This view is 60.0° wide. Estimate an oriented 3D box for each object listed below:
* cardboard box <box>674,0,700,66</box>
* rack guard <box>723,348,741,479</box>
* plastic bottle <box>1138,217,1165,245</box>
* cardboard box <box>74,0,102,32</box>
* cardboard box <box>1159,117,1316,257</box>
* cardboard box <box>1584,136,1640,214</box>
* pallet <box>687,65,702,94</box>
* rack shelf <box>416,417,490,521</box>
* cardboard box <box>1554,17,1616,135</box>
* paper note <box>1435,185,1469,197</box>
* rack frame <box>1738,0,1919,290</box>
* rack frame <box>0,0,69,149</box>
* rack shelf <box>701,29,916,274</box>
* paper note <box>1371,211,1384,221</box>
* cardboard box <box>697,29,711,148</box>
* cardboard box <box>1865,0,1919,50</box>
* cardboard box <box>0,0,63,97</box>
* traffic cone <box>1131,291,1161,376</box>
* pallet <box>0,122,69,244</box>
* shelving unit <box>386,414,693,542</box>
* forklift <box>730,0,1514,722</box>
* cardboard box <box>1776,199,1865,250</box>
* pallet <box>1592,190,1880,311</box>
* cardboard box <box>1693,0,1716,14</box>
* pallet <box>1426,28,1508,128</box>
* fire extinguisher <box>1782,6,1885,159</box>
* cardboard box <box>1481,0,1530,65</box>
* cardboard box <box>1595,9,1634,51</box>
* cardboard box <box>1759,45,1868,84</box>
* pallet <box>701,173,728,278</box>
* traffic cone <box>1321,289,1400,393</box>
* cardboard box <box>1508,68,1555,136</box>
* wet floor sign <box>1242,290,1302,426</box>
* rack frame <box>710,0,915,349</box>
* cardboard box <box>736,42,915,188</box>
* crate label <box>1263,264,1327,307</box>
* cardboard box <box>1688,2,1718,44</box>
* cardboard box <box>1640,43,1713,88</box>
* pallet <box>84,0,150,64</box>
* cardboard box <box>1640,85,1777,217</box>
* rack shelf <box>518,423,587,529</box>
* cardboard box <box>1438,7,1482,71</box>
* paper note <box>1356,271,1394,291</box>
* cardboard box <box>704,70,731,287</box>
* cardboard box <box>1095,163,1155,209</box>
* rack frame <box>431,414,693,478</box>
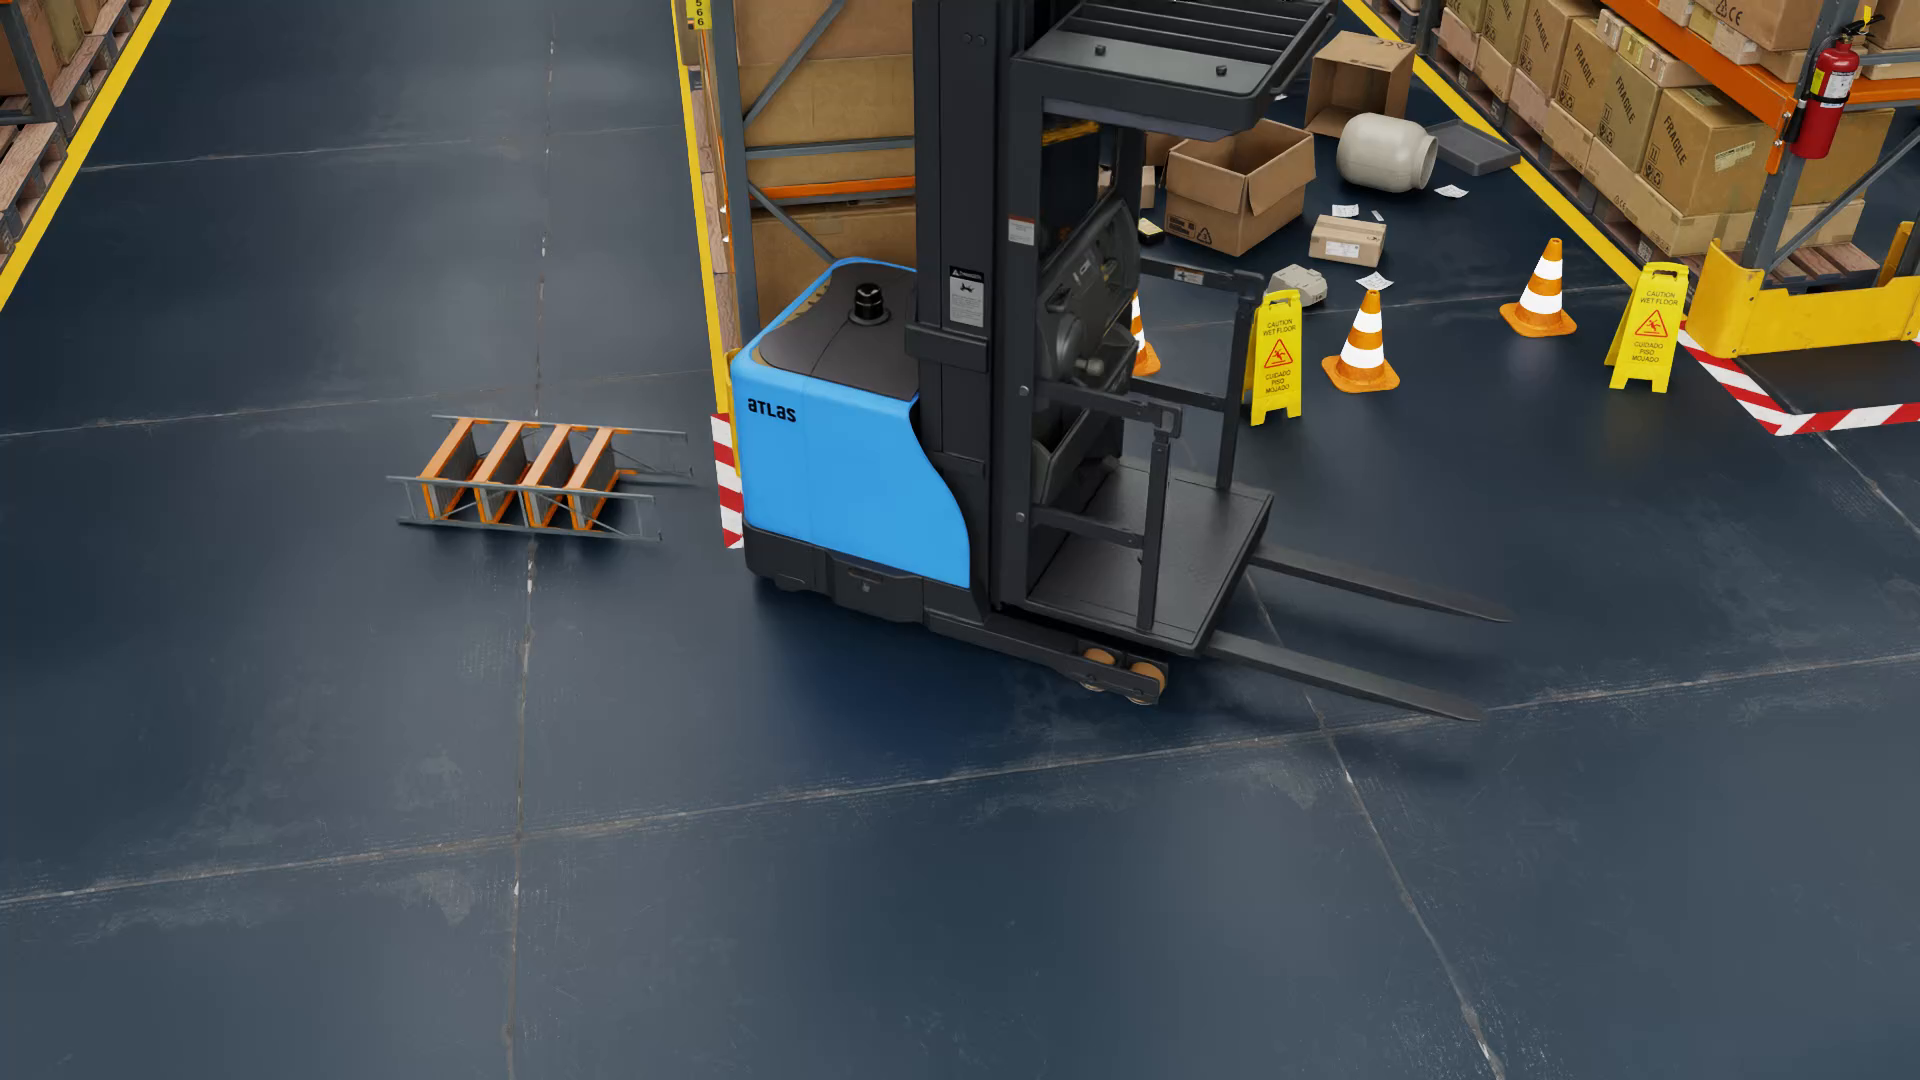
[{"bbox_3d":[-1.374,-3.686,11.041,1.050,0.750,0.750,-6,38,-8],"label":"cardboard box"},{"bbox_3d":[-0.471,-0.626,7.648,1.175,0.500,0.348,-6,38,-8],"label":"rack guard"},{"bbox_3d":[1.036,-1.775,9.485,0.133,0.061,0.283,-20,42,-23],"label":"plastic bottle"},{"bbox_3d":[-6.327,-3.758,11.322,0.700,0.500,0.500,-9,39,-12],"label":"cardboard box"},{"bbox_3d":[1.580,-2.023,9.444,0.637,0.503,0.797,27,45,30],"label":"cardboard box"},{"bbox_3d":[3.891,-2.074,9.373,0.500,0.250,0.500,-6,38,-8],"label":"cardboard box"},{"bbox_3d":[-1.386,-3.400,11.454,1.003,0.211,1.213,-6,38,-8],"label":"pallet"},{"bbox_3d":[-2.239,-0.311,7.434,0.148,0.258,0.480,4,38,7],"label":"rack shelf"},{"bbox_3d":[3.807,-2.673,9.533,0.500,0.500,0.500,-7,38,-9],"label":"cardboard box"},{"bbox_3d":[2.928,-2.080,9.902,0.142,0.019,0.148,-20,42,-23],"label":"paper note"},{"bbox_3d":[4.381,-2.221,7.663,1.000,3.000,0.127,-6,38,-8],"label":"rack frame"},{"bbox_3d":[-6.077,-3.571,9.401,1.000,3.000,0.127,-6,38,-8],"label":"rack frame"},{"bbox_3d":[-0.826,-2.551,8.675,1.077,0.370,4.000,-6,38,-8],"label":"rack shelf"},{"bbox_3d":[2.429,-1.886,9.670,0.032,0.001,0.123,-6,38,-8],"label":"paper note"},{"bbox_3d":[-1.135,-2.983,10.034,0.875,0.875,0.875,-6,38,-7],"label":"cardboard box"},{"bbox_3d":[4.571,-2.693,7.948,0.500,0.500,0.500,-7,38,-9],"label":"cardboard box"},{"bbox_3d":[-6.164,-3.130,10.513,0.700,0.500,0.500,-9,39,-11],"label":"cardboard box"},{"bbox_3d":[0.830,-1.099,8.287,0.336,0.463,0.334,-6,38,-8],"label":"traffic cone"},{"bbox_3d":[-5.925,-2.068,9.739,1.003,0.211,1.213,-6,38,-8],"label":"pallet"},{"bbox_3d":[-1.850,-0.282,7.384,1.200,0.258,0.503,4,38,7],"label":"shelving unit"},{"bbox_3d":[0.657,-0.892,6.009,3.031,2.935,1.130,16,40,19],"label":"forklift"},{"bbox_3d":[4.511,-1.818,9.043,0.500,0.250,0.500,-7,38,-8],"label":"cardboard box"},{"bbox_3d":[4.260,-1.660,9.214,1.003,0.211,1.213,-6,38,-8],"label":"pallet"},{"bbox_3d":[3.931,-2.979,8.315,0.500,0.500,0.500,-6,38,-8],"label":"cardboard box"},{"bbox_3d":[3.832,-3.134,11.111,1.003,0.211,1.213,-6,38,-8],"label":"pallet"},{"bbox_3d":[3.947,-2.071,7.534,0.296,0.674,0.183,-6,38,-8],"label":"fire extinguisher"},{"bbox_3d":[3.622,-3.305,10.347,0.500,0.500,0.500,-5,38,-6],"label":"cardboard box"},{"bbox_3d":[3.767,-2.835,9.213,0.380,0.149,0.250,-5,38,-6],"label":"cardboard box"},{"bbox_3d":[4.104,-2.324,8.002,0.380,0.149,0.250,-5,38,-6],"label":"cardboard box"},{"bbox_3d":[-0.903,-1.736,9.312,1.003,0.211,1.213,-6,38,-8],"label":"pallet"},{"bbox_3d":[2.002,-1.015,8.179,0.336,0.463,0.334,-6,38,-8],"label":"traffic cone"},{"bbox_3d":[3.717,-2.690,10.166,0.500,0.250,0.500,-7,38,-9],"label":"cardboard box"},{"bbox_3d":[1.479,-0.893,7.873,0.267,0.644,0.232,-13,40,-16],"label":"wet floor sign"},{"bbox_3d":[-0.475,-1.627,6.899,1.000,3.000,0.127,-6,38,-8],"label":"rack frame"},{"bbox_3d":[-0.585,-1.906,7.136,0.875,0.550,0.550,-6,38,-8],"label":"cardboard box"},{"bbox_3d":[1.803,-1.355,8.882,0.250,0.136,0.298,-27,45,-31],"label":"crate label"},{"bbox_3d":[3.927,-2.622,8.385,0.380,0.149,0.250,-7,38,-9],"label":"cardboard box"},{"bbox_3d":[3.853,-2.523,8.812,0.380,0.149,0.250,-5,38,-7],"label":"cardboard box"},{"bbox_3d":[-6.432,-3.678,11.812,1.003,0.211,1.213,-6,38,-8],"label":"pallet"},{"bbox_3d":[3.983,-2.053,8.735,0.500,0.500,0.500,-6,38,-8],"label":"cardboard box"},{"bbox_3d":[-1.784,-0.277,7.376,0.148,0.258,0.480,4,38,7],"label":"rack shelf"},{"bbox_3d":[3.517,-3.331,10.992,0.500,0.250,0.500,-8,39,-10],"label":"cardboard box"},{"bbox_3d":[2.255,-1.405,9.034,0.148,0.019,0.142,-20,42,-23],"label":"paper note"},{"bbox_3d":[-0.815,-1.888,8.624,0.875,0.875,0.875,-7,38,-9],"label":"cardboard box"},{"bbox_3d":[0.938,-2.123,9.767,0.396,0.266,0.258,0,38,0],"label":"cardboard box"},{"bbox_3d":[-1.815,-0.428,7.576,1.200,0.240,0.015,4,38,7],"label":"rack frame"}]
